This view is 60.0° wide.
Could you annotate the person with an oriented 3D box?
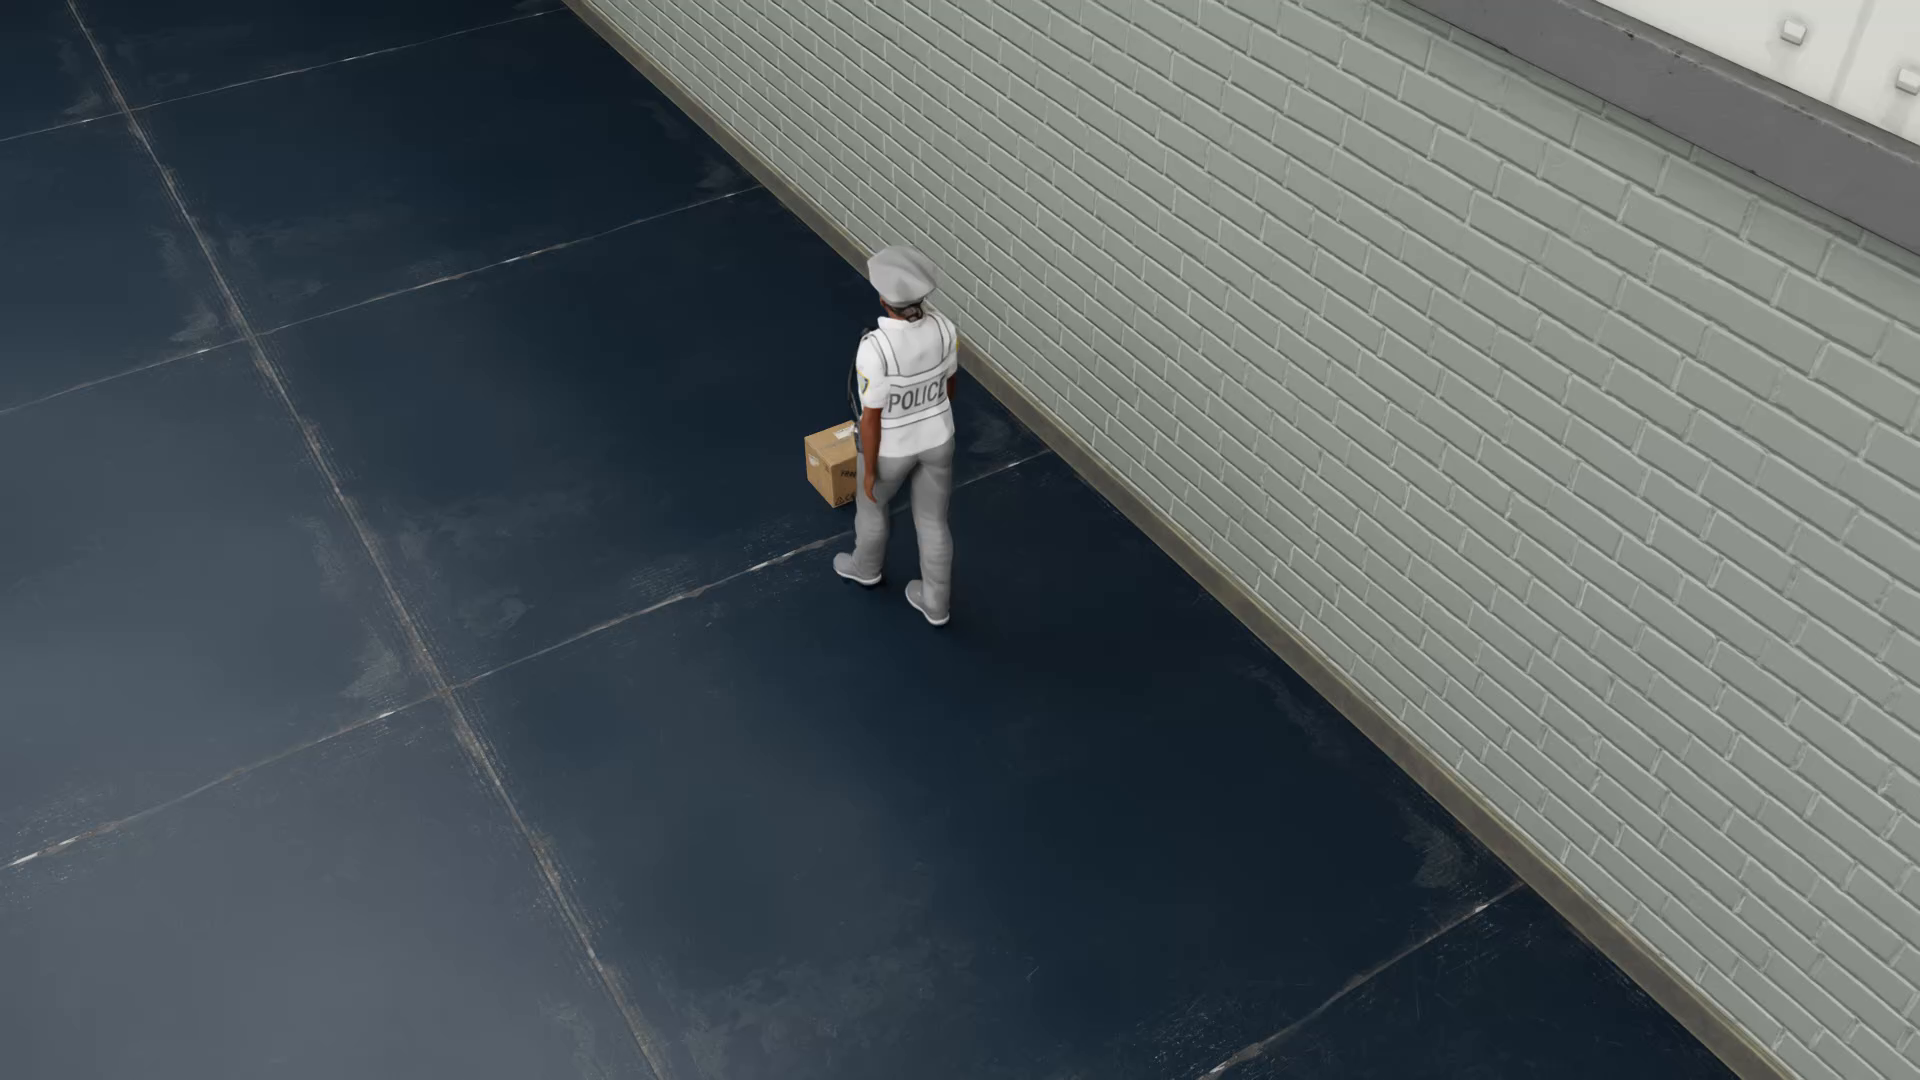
[{"bbox_3d":[-0.238,-0.426,6.629,0.463,1.708,0.637,-19,44,-20],"label":"person"}]
